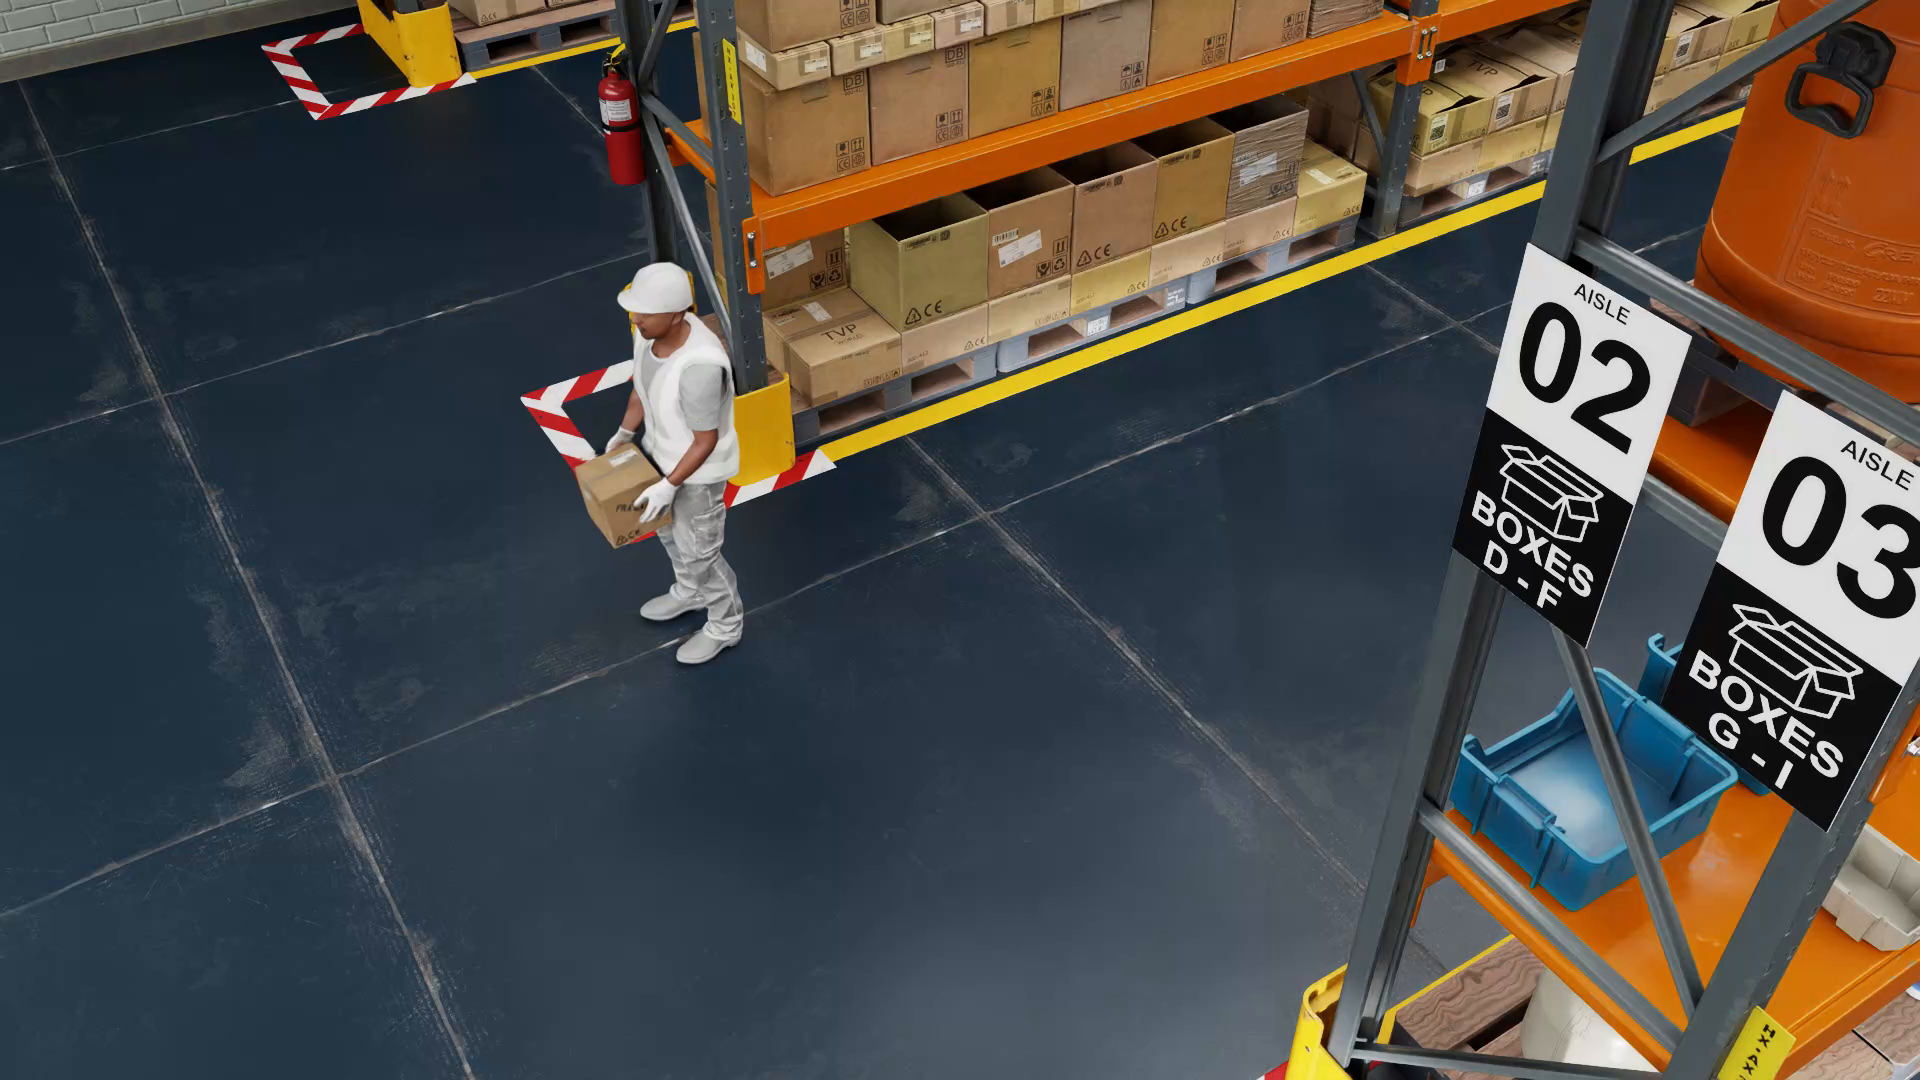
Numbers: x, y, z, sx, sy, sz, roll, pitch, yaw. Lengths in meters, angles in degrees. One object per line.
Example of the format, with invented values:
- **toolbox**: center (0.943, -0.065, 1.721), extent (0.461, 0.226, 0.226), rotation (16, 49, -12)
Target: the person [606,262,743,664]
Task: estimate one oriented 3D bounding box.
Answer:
- **person**: center (-1.112, -0.288, 6.477), extent (0.480, 1.788, 0.552), rotation (-23, 46, -25)
